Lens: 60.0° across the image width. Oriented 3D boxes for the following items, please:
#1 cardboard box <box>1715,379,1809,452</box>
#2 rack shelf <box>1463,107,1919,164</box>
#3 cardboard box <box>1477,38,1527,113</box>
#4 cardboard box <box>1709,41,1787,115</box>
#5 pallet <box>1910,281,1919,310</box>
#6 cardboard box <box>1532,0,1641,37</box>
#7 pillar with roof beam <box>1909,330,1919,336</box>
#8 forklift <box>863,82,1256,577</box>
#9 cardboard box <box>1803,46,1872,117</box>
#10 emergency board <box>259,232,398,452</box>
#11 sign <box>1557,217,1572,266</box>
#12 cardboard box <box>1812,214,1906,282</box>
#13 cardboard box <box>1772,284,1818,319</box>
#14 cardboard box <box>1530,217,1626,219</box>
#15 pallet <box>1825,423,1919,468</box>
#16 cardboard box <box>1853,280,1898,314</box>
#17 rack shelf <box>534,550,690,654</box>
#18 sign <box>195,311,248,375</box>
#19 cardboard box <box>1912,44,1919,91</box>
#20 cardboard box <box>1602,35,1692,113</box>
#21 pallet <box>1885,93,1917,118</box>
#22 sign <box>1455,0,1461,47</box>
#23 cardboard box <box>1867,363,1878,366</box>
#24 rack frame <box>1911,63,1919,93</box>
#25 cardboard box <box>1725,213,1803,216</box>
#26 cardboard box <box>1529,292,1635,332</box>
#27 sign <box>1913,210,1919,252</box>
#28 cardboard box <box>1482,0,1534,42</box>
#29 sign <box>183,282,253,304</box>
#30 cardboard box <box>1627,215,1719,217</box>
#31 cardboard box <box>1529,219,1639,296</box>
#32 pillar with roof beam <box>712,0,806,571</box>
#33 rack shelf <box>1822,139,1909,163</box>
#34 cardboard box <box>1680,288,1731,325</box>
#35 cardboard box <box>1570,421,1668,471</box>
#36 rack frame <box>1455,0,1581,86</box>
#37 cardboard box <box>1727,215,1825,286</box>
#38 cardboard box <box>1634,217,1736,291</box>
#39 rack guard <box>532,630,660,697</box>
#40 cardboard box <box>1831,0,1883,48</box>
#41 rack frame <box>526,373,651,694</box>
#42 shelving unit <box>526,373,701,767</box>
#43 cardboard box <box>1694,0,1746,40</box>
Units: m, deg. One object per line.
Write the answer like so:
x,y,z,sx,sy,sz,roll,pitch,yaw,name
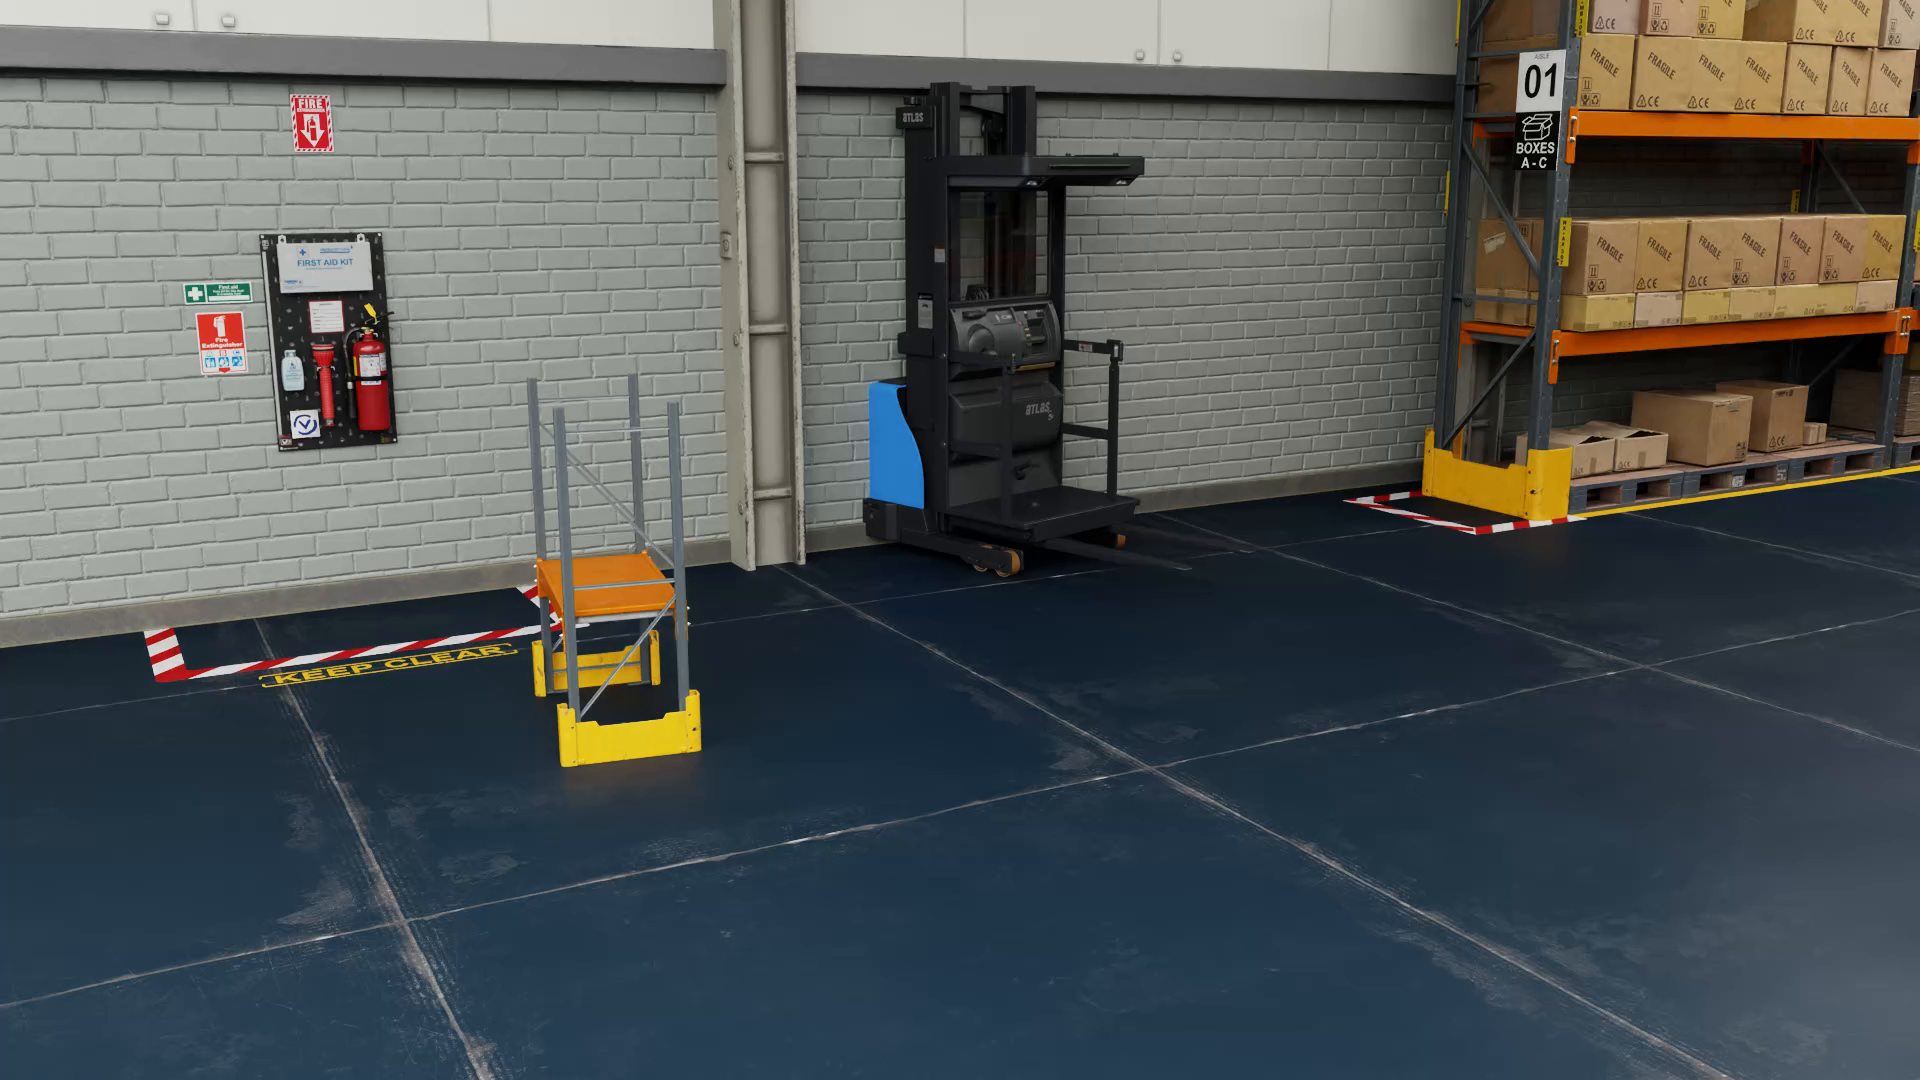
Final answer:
6.474,-1.013,13.472,0.500,0.500,0.500,-8,15,-32,cardboard box
5.611,-3.037,12.580,4.000,0.370,1.077,-7,14,-28,rack shelf
4.100,-3.329,11.964,0.500,0.500,0.500,-6,14,-24,cardboard box
5.671,-3.389,12.230,0.500,0.500,0.500,-6,14,-24,cardboard box
8.107,-2.094,14.019,1.213,0.211,1.003,-7,14,-28,pallet
4.310,-3.718,11.415,0.500,0.500,0.500,-8,15,-32,cardboard box
11.384,-4.683,11.422,0.400,9.000,9.100,-7,14,-28,pillar with roof beam
0.443,-1.332,10.353,1.130,2.935,3.031,-12,18,-43,forklift
6.591,-3.506,12.749,0.500,0.500,0.500,-8,15,-33,cardboard box
-3.399,-1.071,9.036,0.643,1.169,0.194,-7,14,-28,emergency board
4.115,-2.032,11.335,0.005,0.325,0.100,-7,14,-28,sign
7.099,-2.328,13.211,0.500,0.500,0.500,-7,14,-28,cardboard box
6.220,-1.857,12.824,0.500,0.250,0.500,-7,14,-28,cardboard box
4.614,-2.158,12.456,0.500,0.500,0.500,-7,14,-27,cardboard box
8.049,-0.857,14.436,1.213,0.211,1.003,-7,14,-28,pallet
7.096,-1.964,13.298,0.500,0.250,0.500,-7,14,-28,cardboard box
-1.558,0.257,7.369,0.538,0.185,1.000,-5,13,-19,rack shelf
-3.933,-1.050,8.862,0.234,0.329,0.001,-7,14,-28,sign
7.884,-3.894,13.565,0.500,0.500,0.500,-5,13,-20,cardboard box
4.757,-3.273,11.715,0.500,0.500,0.500,-6,14,-24,cardboard box
7.959,-3.551,13.653,1.003,0.211,1.213,-7,14,-28,pallet
3.607,-3.719,11.953,0.005,0.325,0.100,-7,14,-28,sign
8.434,-1.275,14.634,0.500,0.500,0.700,-7,15,-29,cardboard box
7.366,-5.062,13.106,0.127,3.000,1.000,-7,14,-28,rack frame
6.398,-2.375,13.417,0.500,0.500,0.500,-7,14,-28,cardboard box
4.436,-1.641,11.865,0.500,0.250,0.500,-7,15,-29,cardboard box
7.633,-2.454,13.209,0.005,0.325,0.100,-7,14,-28,sign
4.108,-3.820,11.868,0.500,0.500,0.500,-6,14,-25,cardboard box
-3.925,-1.307,8.798,0.331,0.109,0.001,-7,14,-28,sign
5.507,-2.267,12.937,0.500,0.500,0.500,-7,14,-27,cardboard box
4.418,-2.009,11.793,0.500,0.500,0.500,-7,14,-28,cardboard box
0.852,-3.421,5.813,0.400,9.000,9.100,-7,14,-28,pillar with roof beam
9.122,-3.458,14.449,4.000,0.370,1.077,-7,14,-28,rack shelf
5.335,-1.751,12.353,0.500,0.250,0.500,-7,15,-29,cardboard box
5.006,-0.733,12.655,0.500,0.311,0.500,-6,14,-23,cardboard box
3.855,-4.641,11.236,0.127,3.000,1.000,-7,14,-28,rack frame
6.217,-2.224,12.746,0.500,0.500,0.500,-7,15,-29,cardboard box
5.313,-2.112,12.251,0.500,0.500,0.500,-7,15,-30,cardboard box
-1.731,0.587,7.932,0.587,0.250,0.087,-5,13,-19,rack guard
6.578,-3.980,12.579,0.500,0.500,0.500,-6,14,-25,cardboard box
-1.732,-0.023,7.796,0.500,1.500,0.032,-5,13,-19,rack frame
-1.561,0.080,7.338,0.587,1.500,1.083,-5,13,-19,shelving unit
5.219,-3.817,11.855,0.500,0.500,0.500,-6,14,-26,cardboard box
